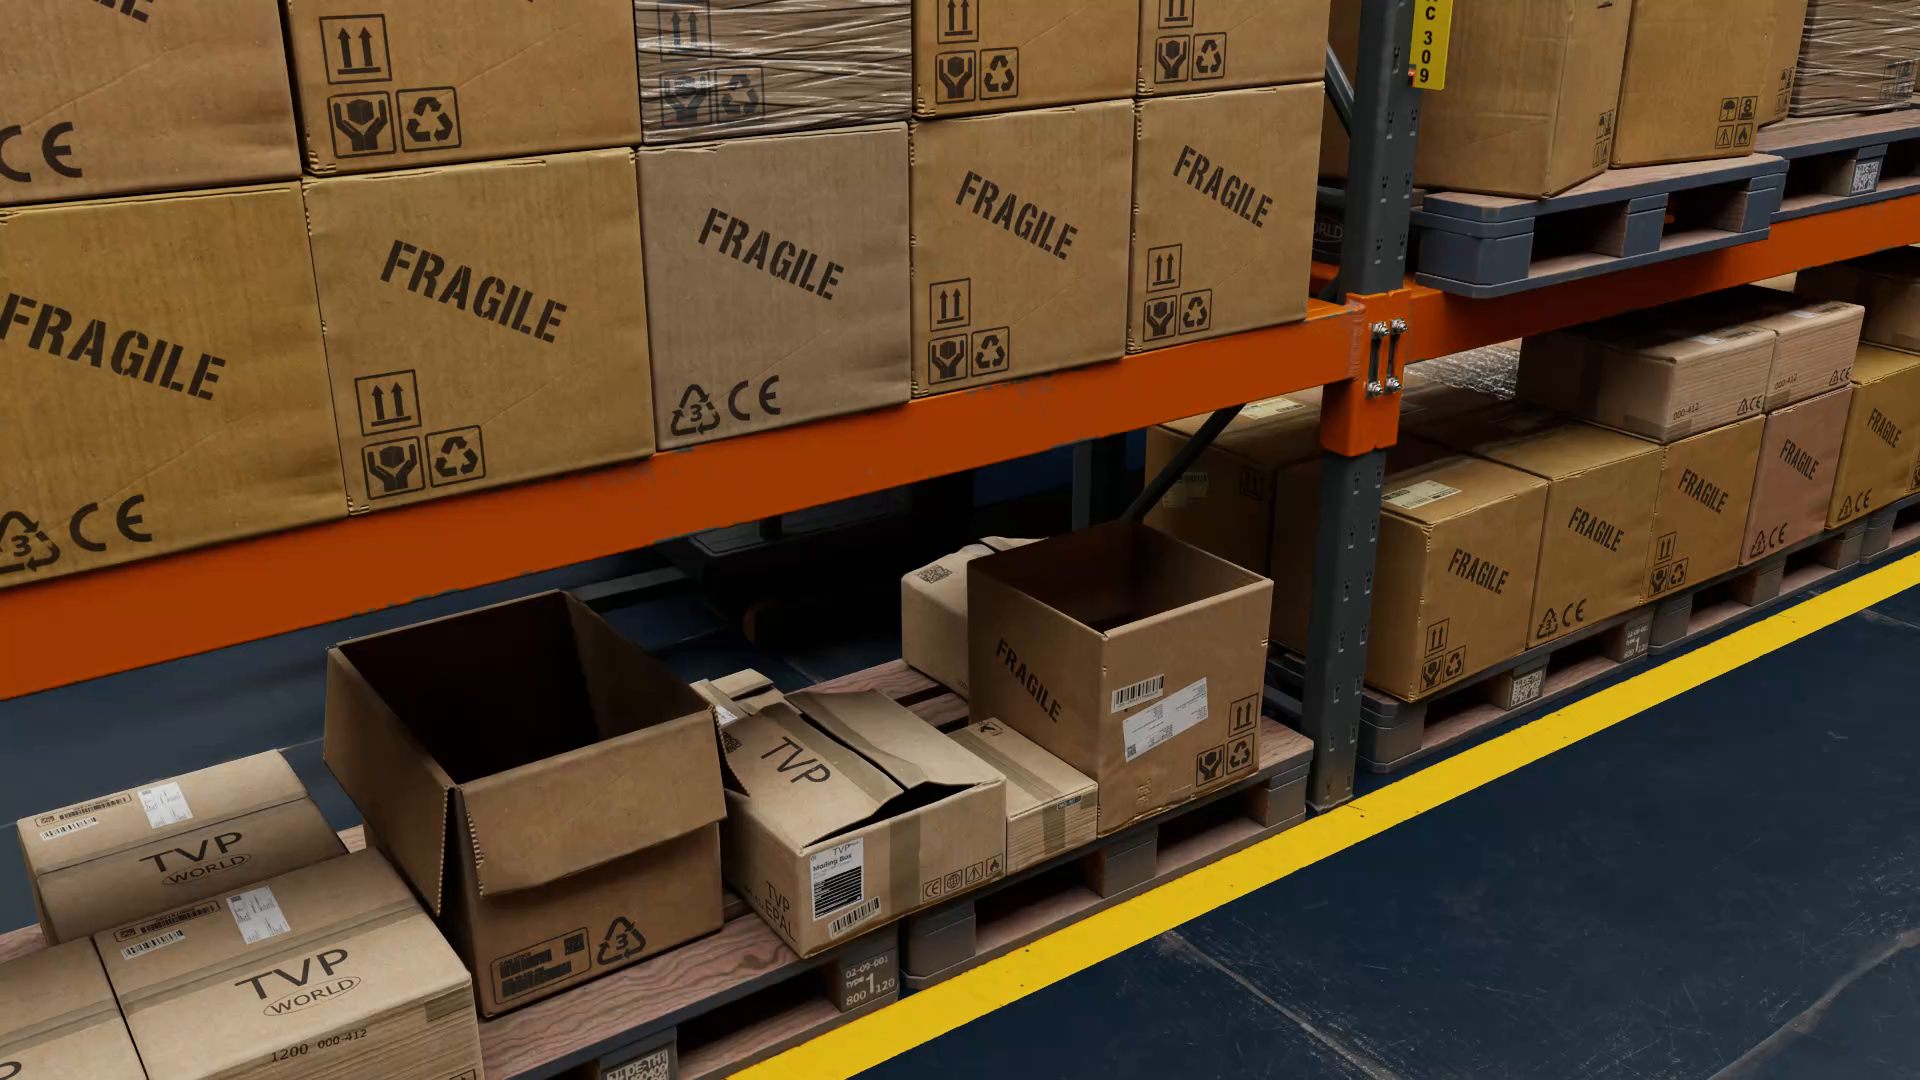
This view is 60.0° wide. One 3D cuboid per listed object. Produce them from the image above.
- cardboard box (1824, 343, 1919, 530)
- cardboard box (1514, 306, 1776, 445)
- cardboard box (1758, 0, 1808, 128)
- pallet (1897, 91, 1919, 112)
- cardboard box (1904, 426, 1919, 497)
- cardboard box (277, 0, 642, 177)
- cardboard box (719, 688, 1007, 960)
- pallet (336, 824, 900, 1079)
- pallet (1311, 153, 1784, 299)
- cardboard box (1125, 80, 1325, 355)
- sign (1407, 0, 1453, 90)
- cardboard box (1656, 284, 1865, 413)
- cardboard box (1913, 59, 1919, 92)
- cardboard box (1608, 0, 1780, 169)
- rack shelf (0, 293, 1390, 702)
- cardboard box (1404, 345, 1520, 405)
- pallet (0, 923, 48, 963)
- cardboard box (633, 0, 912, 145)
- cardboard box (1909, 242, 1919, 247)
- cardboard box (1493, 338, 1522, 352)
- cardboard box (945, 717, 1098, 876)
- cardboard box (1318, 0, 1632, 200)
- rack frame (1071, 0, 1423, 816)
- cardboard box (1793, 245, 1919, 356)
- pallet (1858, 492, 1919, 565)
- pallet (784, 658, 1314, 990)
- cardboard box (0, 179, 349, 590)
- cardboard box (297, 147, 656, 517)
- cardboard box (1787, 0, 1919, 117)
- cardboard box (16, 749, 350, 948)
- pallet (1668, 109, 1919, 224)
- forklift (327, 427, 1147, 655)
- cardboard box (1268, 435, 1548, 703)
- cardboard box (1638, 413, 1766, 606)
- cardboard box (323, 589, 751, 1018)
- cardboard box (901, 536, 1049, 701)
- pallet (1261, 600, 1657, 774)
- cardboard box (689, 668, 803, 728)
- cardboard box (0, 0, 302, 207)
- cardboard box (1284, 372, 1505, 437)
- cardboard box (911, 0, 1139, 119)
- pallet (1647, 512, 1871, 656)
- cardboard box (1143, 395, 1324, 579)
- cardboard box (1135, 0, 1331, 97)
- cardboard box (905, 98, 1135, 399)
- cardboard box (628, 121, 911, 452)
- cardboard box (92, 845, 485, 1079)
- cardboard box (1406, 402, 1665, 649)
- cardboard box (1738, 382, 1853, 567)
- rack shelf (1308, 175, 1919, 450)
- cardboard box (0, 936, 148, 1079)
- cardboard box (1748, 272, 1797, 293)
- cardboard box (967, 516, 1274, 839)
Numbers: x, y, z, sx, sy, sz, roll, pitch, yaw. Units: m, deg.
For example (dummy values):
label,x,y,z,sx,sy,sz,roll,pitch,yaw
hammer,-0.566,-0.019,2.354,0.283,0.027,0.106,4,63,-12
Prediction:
label,x,y,z,sx,sy,sz,roll,pitch,yaw
cardboard box,2.862,-0.390,5.606,0.500,0.500,0.500,-16,27,-35
cardboard box,2.004,-0.505,4.883,0.500,0.250,0.500,-15,26,-33
cardboard box,2.055,-1.508,4.927,0.700,0.500,0.500,17,27,36
pallet,3.395,-1.475,5.804,1.003,0.211,1.213,-15,26,-33
cardboard box,3.282,-0.502,5.886,0.500,0.500,0.500,-14,26,-31
cardboard box,-0.835,-0.860,2.520,0.500,0.500,0.500,-15,26,-33
cardboard box,-0.249,0.550,3.506,0.500,0.311,0.500,-15,26,-33
pallet,-0.892,0.843,3.498,1.213,0.211,1.003,-15,26,-33
pallet,1.369,-0.917,4.406,1.213,0.211,1.003,-15,26,-33
cardboard box,0.401,-0.727,3.536,0.500,0.500,0.500,-14,26,-32
sign,0.980,-1.106,3.454,0.005,0.325,0.100,-15,26,-33
cardboard box,2.411,-0.614,5.155,0.500,0.250,0.500,-16,26,-34
cardboard box,3.459,-1.803,5.666,0.700,0.500,0.500,14,26,32
cardboard box,1.693,-1.311,4.432,0.500,0.500,0.700,-10,24,-25
rack shelf,-0.966,-0.099,3.067,4.000,0.370,1.077,-15,26,-33
cardboard box,1.704,-0.315,5.418,0.500,0.500,0.500,-15,26,-32
pallet,-1.882,1.106,2.841,1.213,0.211,1.003,-15,26,-33
cardboard box,-0.426,-0.969,2.793,0.500,0.500,0.500,-15,26,-32
cardboard box,4.185,-1.098,6.986,0.500,0.311,0.500,-14,26,-31
cardboard box,2.115,-0.426,5.696,0.500,0.500,0.500,-16,27,-35
cardboard box,0.091,0.562,3.694,0.250,0.149,0.380,-15,26,-33
cardboard box,1.172,-1.143,4.011,0.700,0.500,0.500,14,26,32
rack frame,0.657,-0.866,4.019,0.127,3.000,1.000,-15,26,-33
cardboard box,3.239,-0.837,5.713,0.500,0.250,0.500,-14,26,-31
pallet,3.276,-0.286,6.329,1.213,0.211,1.003,-15,26,-33
pallet,0.099,0.578,4.164,1.213,0.211,1.003,-15,26,-33
cardboard box,-1.251,-0.284,2.427,0.500,0.500,0.500,-15,26,-33
cardboard box,-0.844,-0.392,2.696,0.500,0.500,0.500,-15,26,-32
cardboard box,2.605,-1.662,5.314,0.500,0.500,0.700,-10,24,-23
cardboard box,-1.504,0.684,3.251,0.500,0.250,0.500,-15,26,-33
pallet,2.328,-1.220,5.166,1.213,0.211,1.003,-15,26,-33
forklift,-0.610,-1.243,5.056,3.031,2.935,1.130,-14,25,-30
cardboard box,1.192,0.059,4.479,0.500,0.500,0.500,-16,27,-35
cardboard box,2.028,-0.165,5.043,0.500,0.500,0.500,-15,26,-32
cardboard box,-0.865,0.497,3.377,0.637,0.503,0.797,-15,26,-33
cardboard box,0.190,0.204,4.371,0.500,0.311,0.500,-15,26,-33
pallet,1.295,0.242,5.006,1.213,0.211,1.003,-15,26,-33
cardboard box,-0.506,0.462,3.921,0.250,0.166,0.380,-15,26,-33
cardboard box,-1.247,-0.750,2.244,0.500,0.500,0.500,-15,26,-32
cardboard box,1.296,-0.207,5.146,0.500,0.500,0.500,-15,26,-33
cardboard box,-0.017,-1.078,3.066,0.500,0.500,0.500,-16,27,-34
pallet,2.286,-0.024,5.671,1.213,0.211,1.003,-15,26,-33
cardboard box,0.890,-0.102,4.884,0.500,0.500,0.500,-15,26,-33
cardboard box,0.398,-1.189,3.346,0.500,0.500,0.500,-15,26,-33
cardboard box,-0.017,-0.615,3.255,0.500,0.500,0.500,-14,26,-31
cardboard box,-0.432,-0.503,2.975,0.500,0.500,0.500,-14,26,-32
cardboard box,-1.171,0.824,2.901,0.500,0.250,0.500,-15,26,-33
cardboard box,1.618,-0.059,4.777,0.500,0.500,0.500,-14,26,-32
cardboard box,2.439,-0.275,5.316,0.500,0.500,0.500,-16,27,-35
rack shelf,2.280,-0.965,5.237,4.000,0.370,1.077,-15,26,-33
cardboard box,-1.577,0.932,2.630,0.500,0.250,0.500,-15,26,-33
cardboard box,3.368,-0.762,6.539,0.500,0.500,0.500,-14,26,-31
cardboard box,0.360,0.299,3.878,0.500,0.500,0.500,-15,26,-33
